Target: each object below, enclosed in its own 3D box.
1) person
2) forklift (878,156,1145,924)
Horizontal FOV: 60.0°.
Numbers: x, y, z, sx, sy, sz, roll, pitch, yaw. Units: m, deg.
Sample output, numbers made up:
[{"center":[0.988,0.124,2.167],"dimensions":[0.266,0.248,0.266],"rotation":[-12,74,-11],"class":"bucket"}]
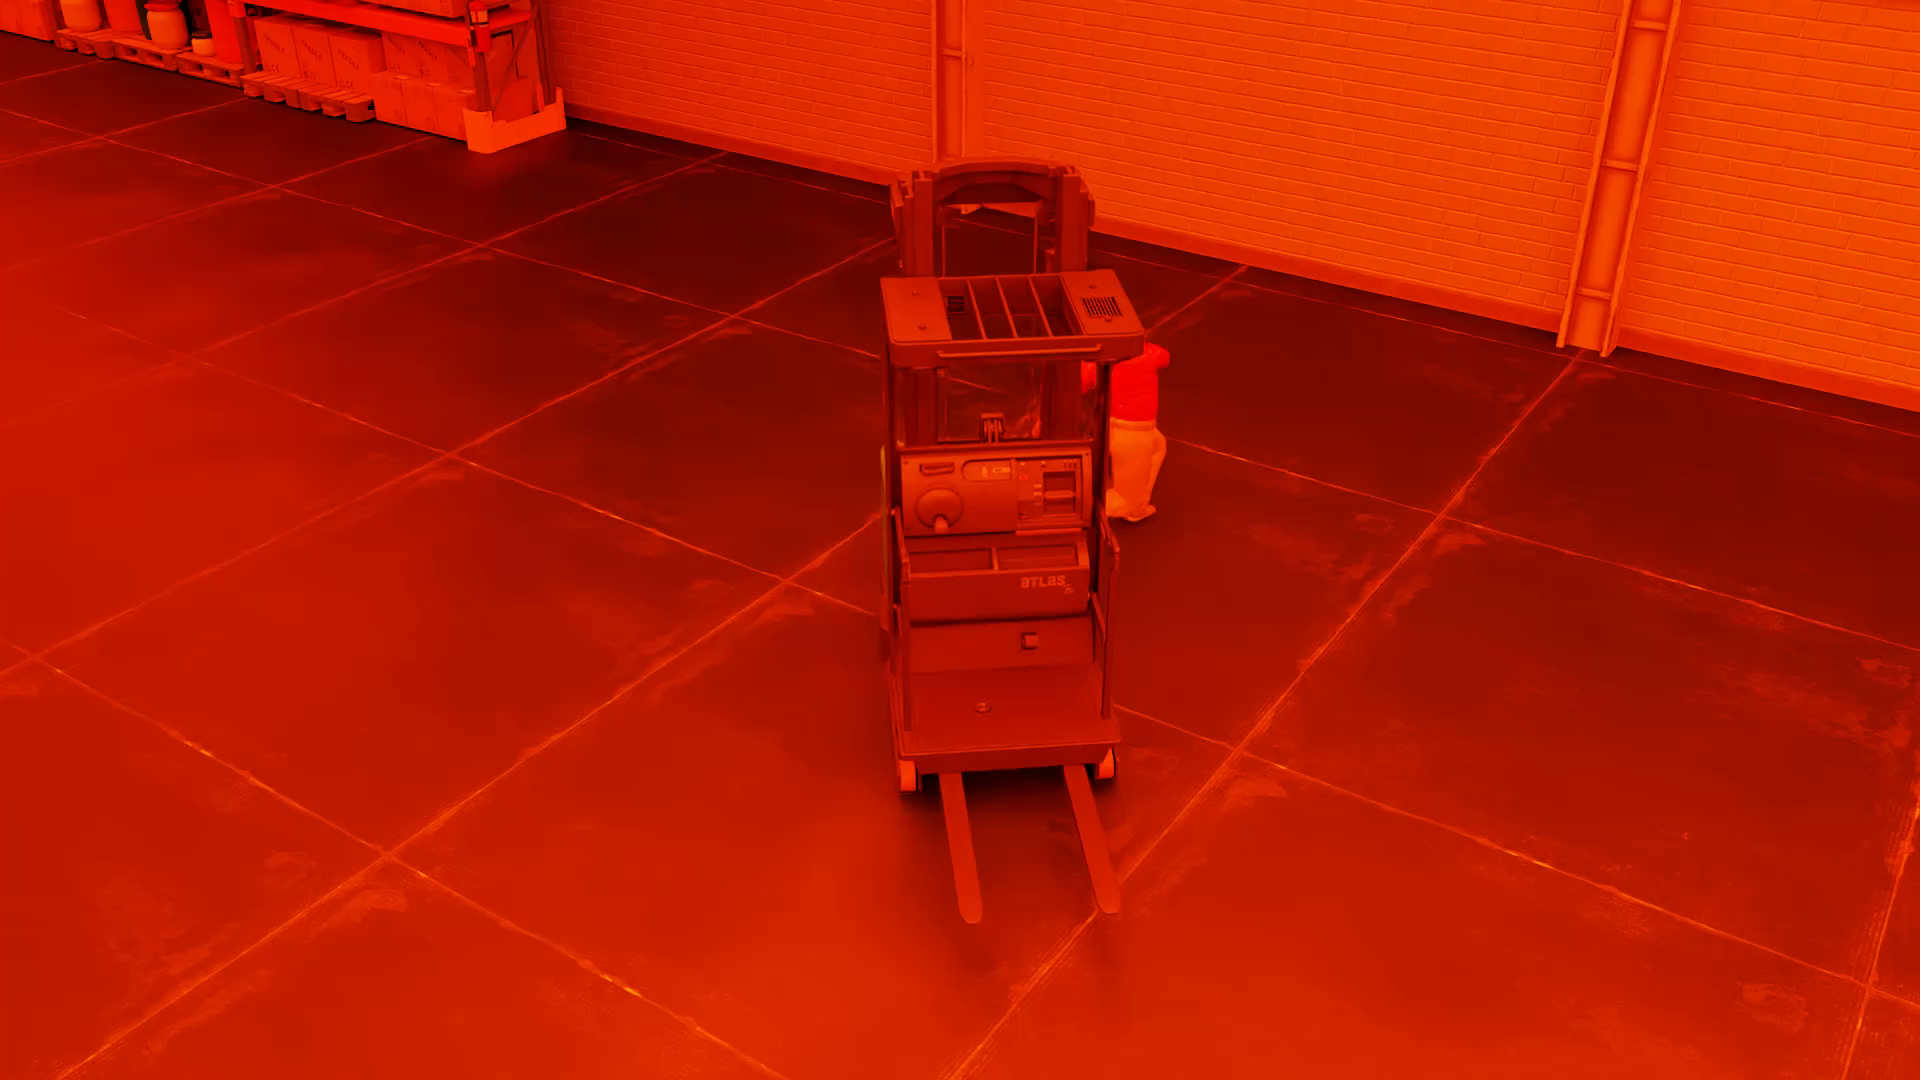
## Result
[{"center":[0.895,-0.716,10.332],"dimensions":[0.927,1.502,0.672],"rotation":[-25,38,-36],"class":"person"},{"center":[0.204,-0.188,7.904],"dimensions":[1.130,2.935,3.031],"rotation":[-3,30,-5],"class":"forklift"}]
